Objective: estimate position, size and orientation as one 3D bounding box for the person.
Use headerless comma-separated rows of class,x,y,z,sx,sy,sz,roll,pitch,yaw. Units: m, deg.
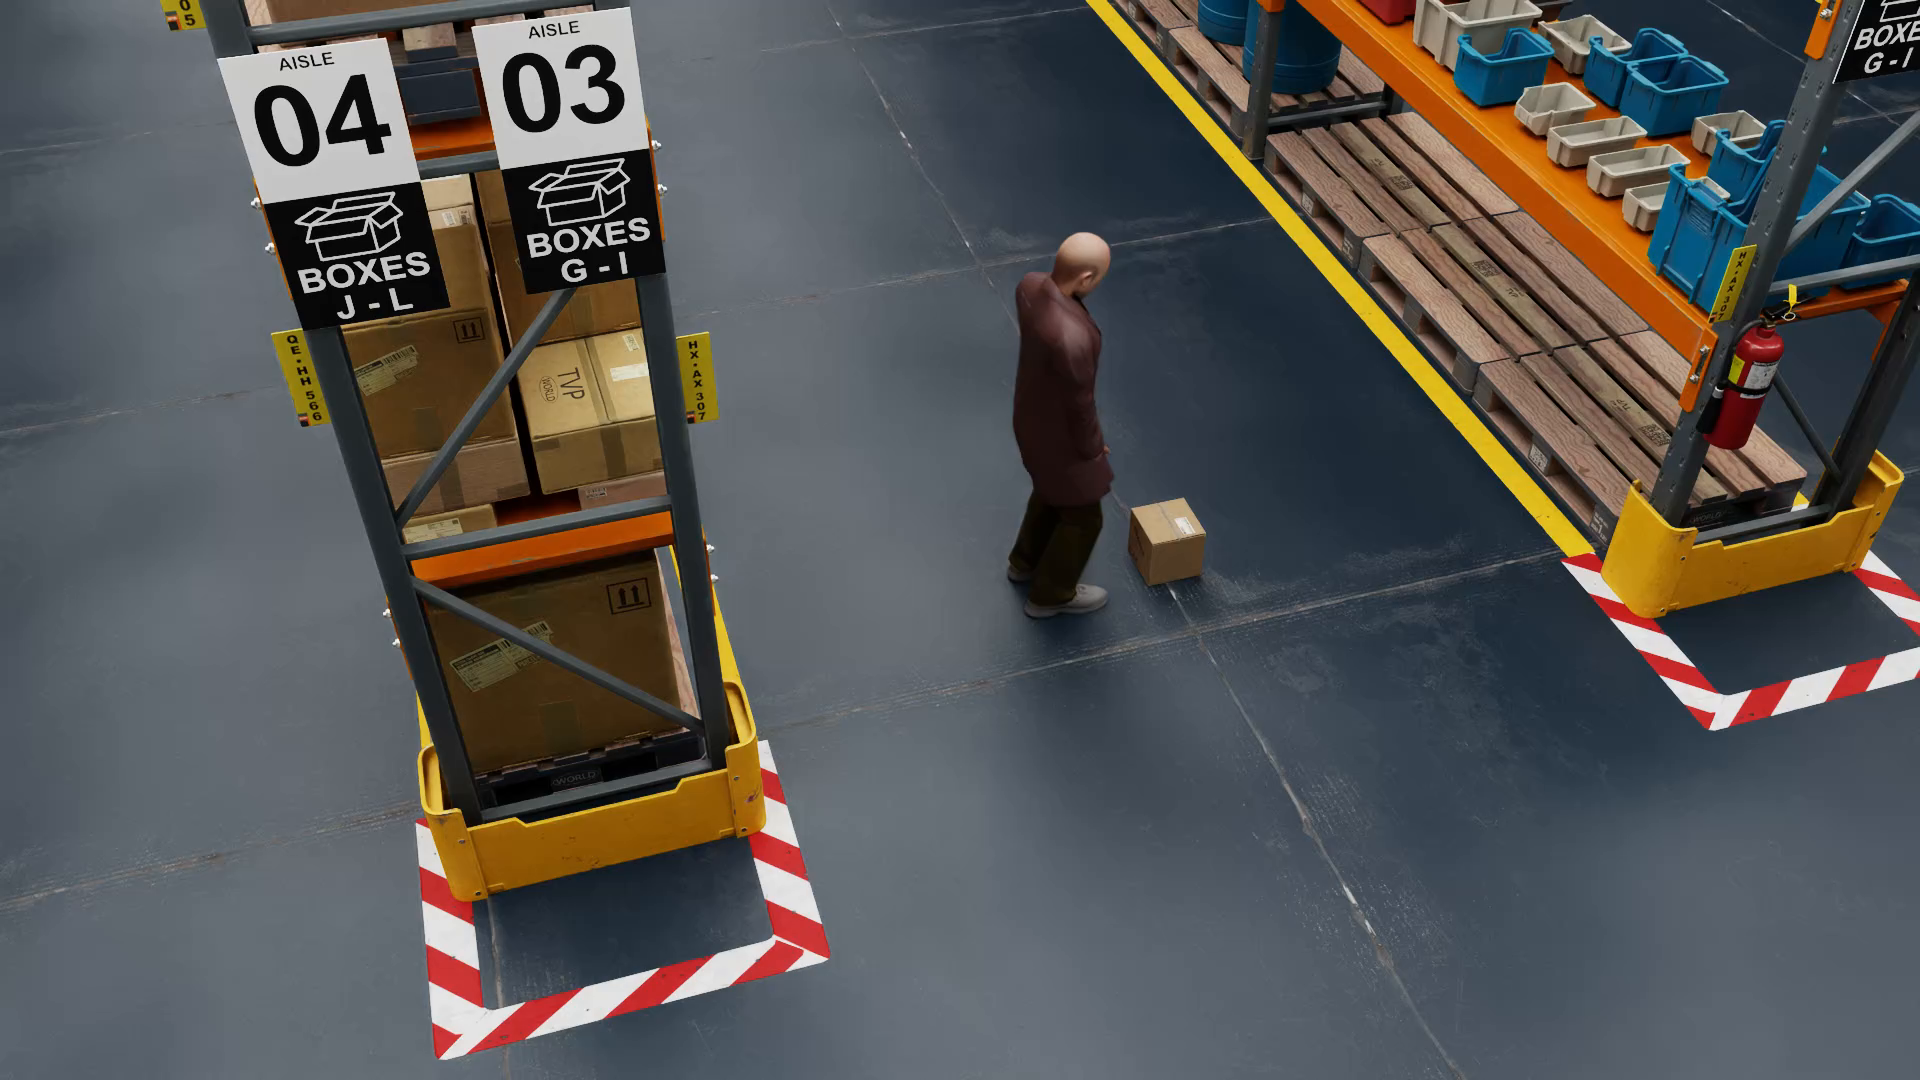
person,0.412,-0.460,6.720,0.390,1.745,0.579,-11,43,-12
